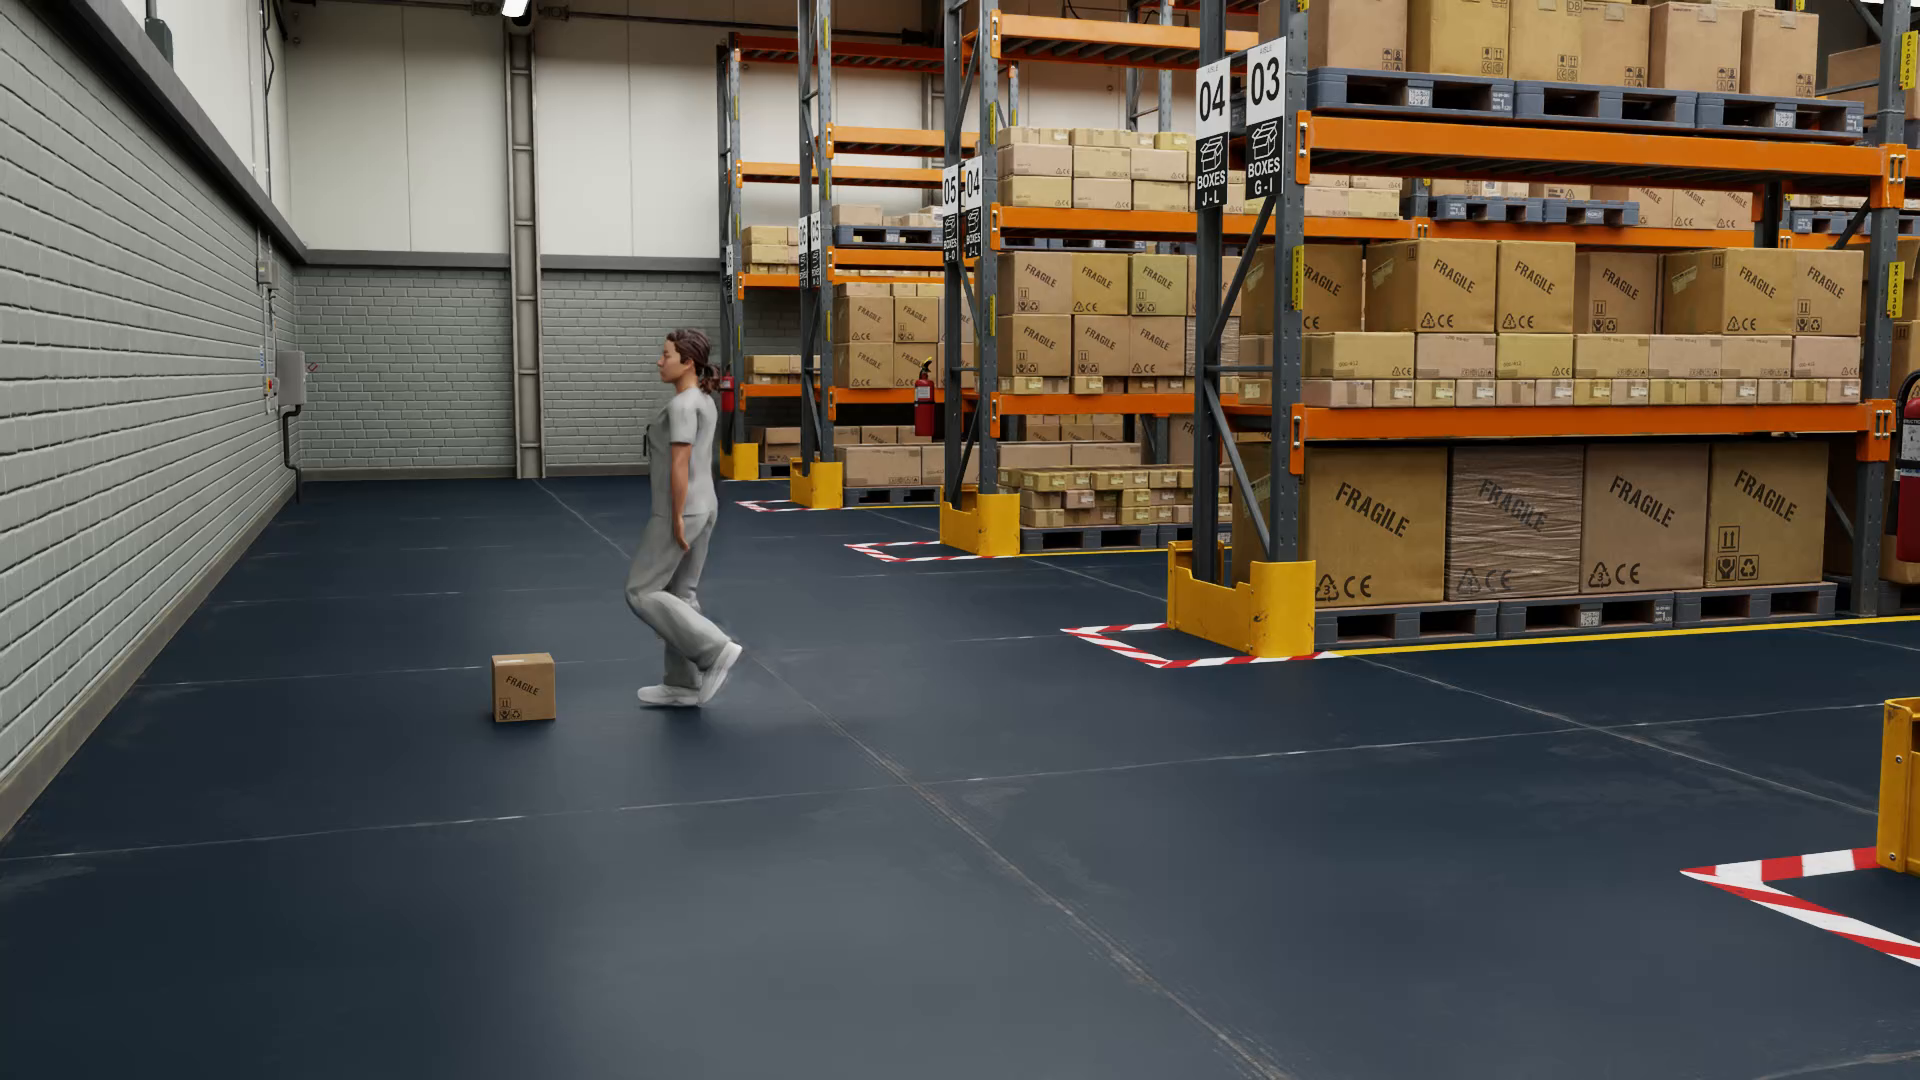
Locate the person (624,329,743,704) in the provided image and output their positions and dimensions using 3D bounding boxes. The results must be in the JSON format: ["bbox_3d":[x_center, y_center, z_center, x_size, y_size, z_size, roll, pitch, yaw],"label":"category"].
[{"bbox_3d":[-1.195,-0.094,7.315,0.527,1.662,0.456,1,6,8],"label":"person"}]
